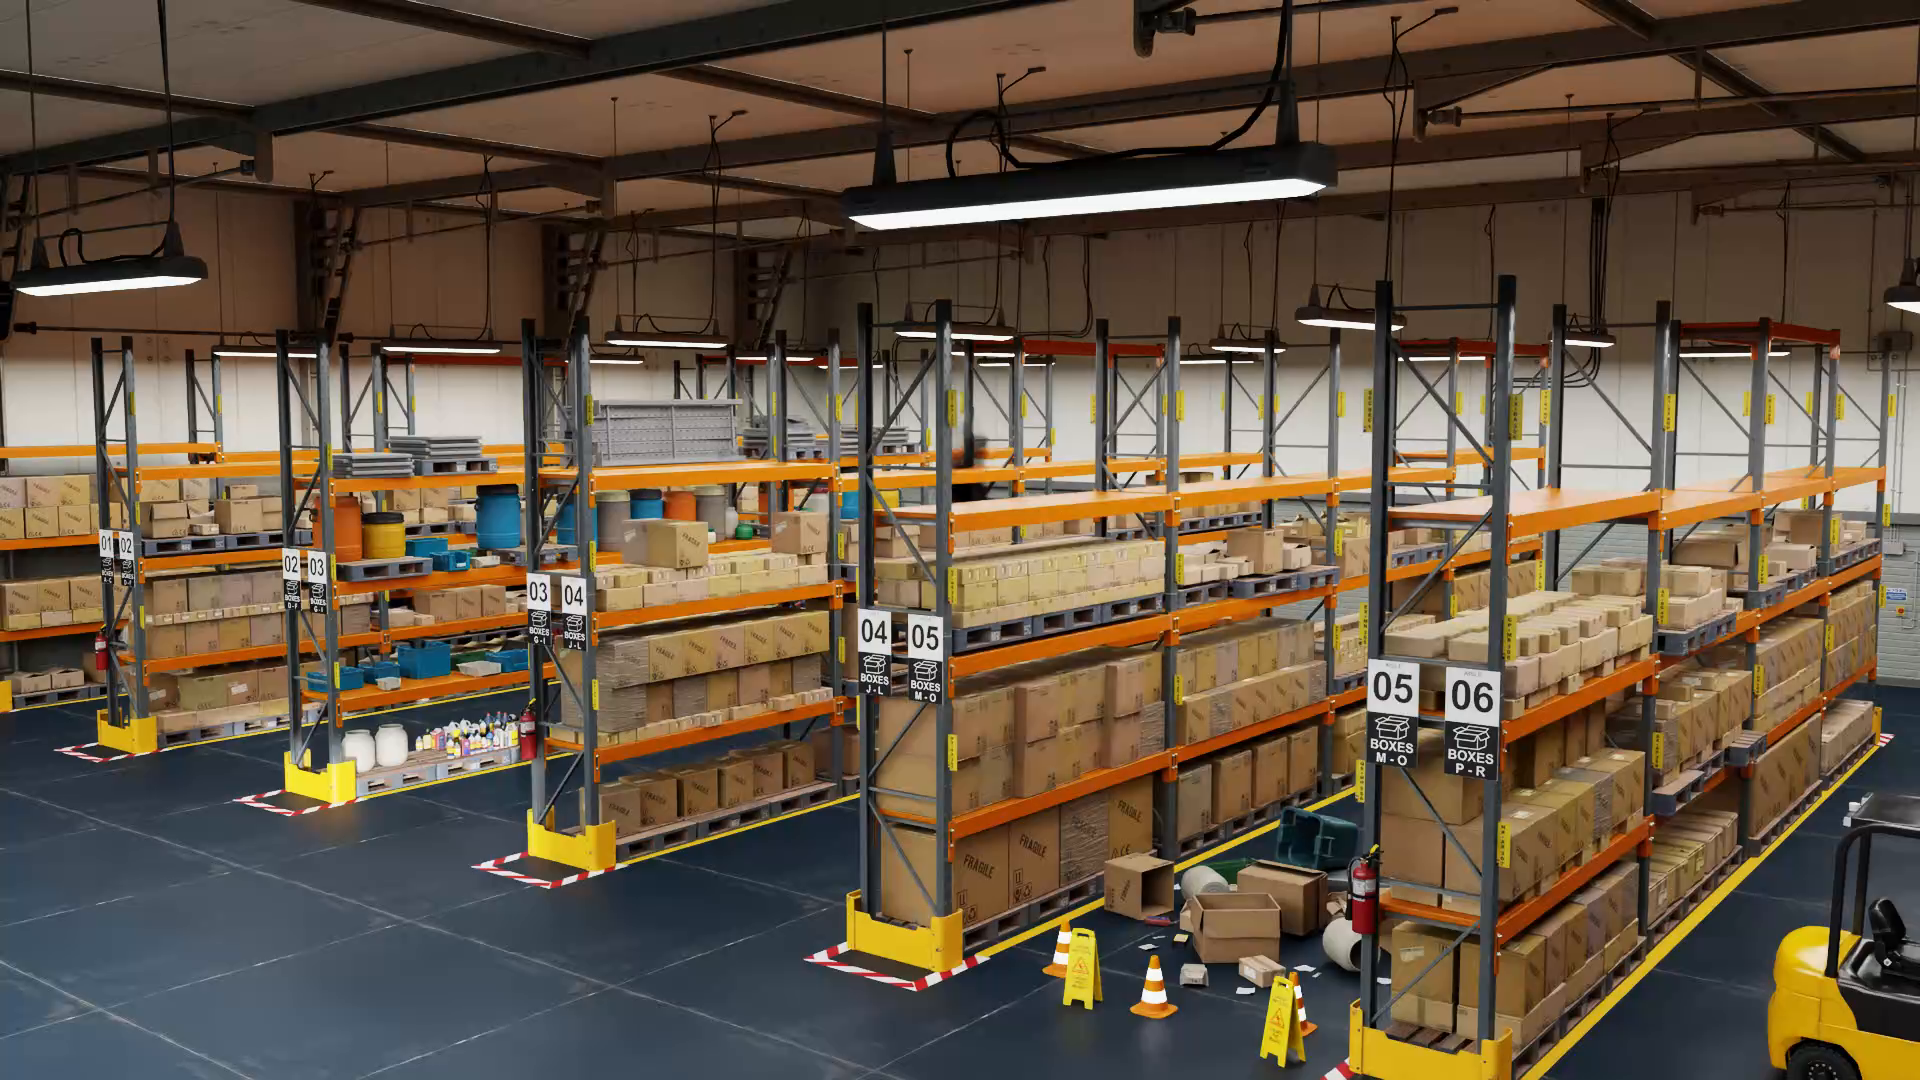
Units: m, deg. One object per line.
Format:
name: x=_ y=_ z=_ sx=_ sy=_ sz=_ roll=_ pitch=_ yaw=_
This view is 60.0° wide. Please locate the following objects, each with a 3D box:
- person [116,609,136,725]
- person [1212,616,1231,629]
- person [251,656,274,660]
person: x=-13.058 y=1.956 z=26.477 sx=0.696 sy=1.827 sz=0.871 roll=2 pitch=5 yaw=18
person: x=4.056 y=1.921 z=25.477 sx=0.671 sy=1.766 sz=0.729 roll=3 pitch=6 yaw=35
person: x=-11.675 y=1.949 z=27.918 sx=0.581 sy=1.534 sz=0.913 roll=3 pitch=6 yaw=33
